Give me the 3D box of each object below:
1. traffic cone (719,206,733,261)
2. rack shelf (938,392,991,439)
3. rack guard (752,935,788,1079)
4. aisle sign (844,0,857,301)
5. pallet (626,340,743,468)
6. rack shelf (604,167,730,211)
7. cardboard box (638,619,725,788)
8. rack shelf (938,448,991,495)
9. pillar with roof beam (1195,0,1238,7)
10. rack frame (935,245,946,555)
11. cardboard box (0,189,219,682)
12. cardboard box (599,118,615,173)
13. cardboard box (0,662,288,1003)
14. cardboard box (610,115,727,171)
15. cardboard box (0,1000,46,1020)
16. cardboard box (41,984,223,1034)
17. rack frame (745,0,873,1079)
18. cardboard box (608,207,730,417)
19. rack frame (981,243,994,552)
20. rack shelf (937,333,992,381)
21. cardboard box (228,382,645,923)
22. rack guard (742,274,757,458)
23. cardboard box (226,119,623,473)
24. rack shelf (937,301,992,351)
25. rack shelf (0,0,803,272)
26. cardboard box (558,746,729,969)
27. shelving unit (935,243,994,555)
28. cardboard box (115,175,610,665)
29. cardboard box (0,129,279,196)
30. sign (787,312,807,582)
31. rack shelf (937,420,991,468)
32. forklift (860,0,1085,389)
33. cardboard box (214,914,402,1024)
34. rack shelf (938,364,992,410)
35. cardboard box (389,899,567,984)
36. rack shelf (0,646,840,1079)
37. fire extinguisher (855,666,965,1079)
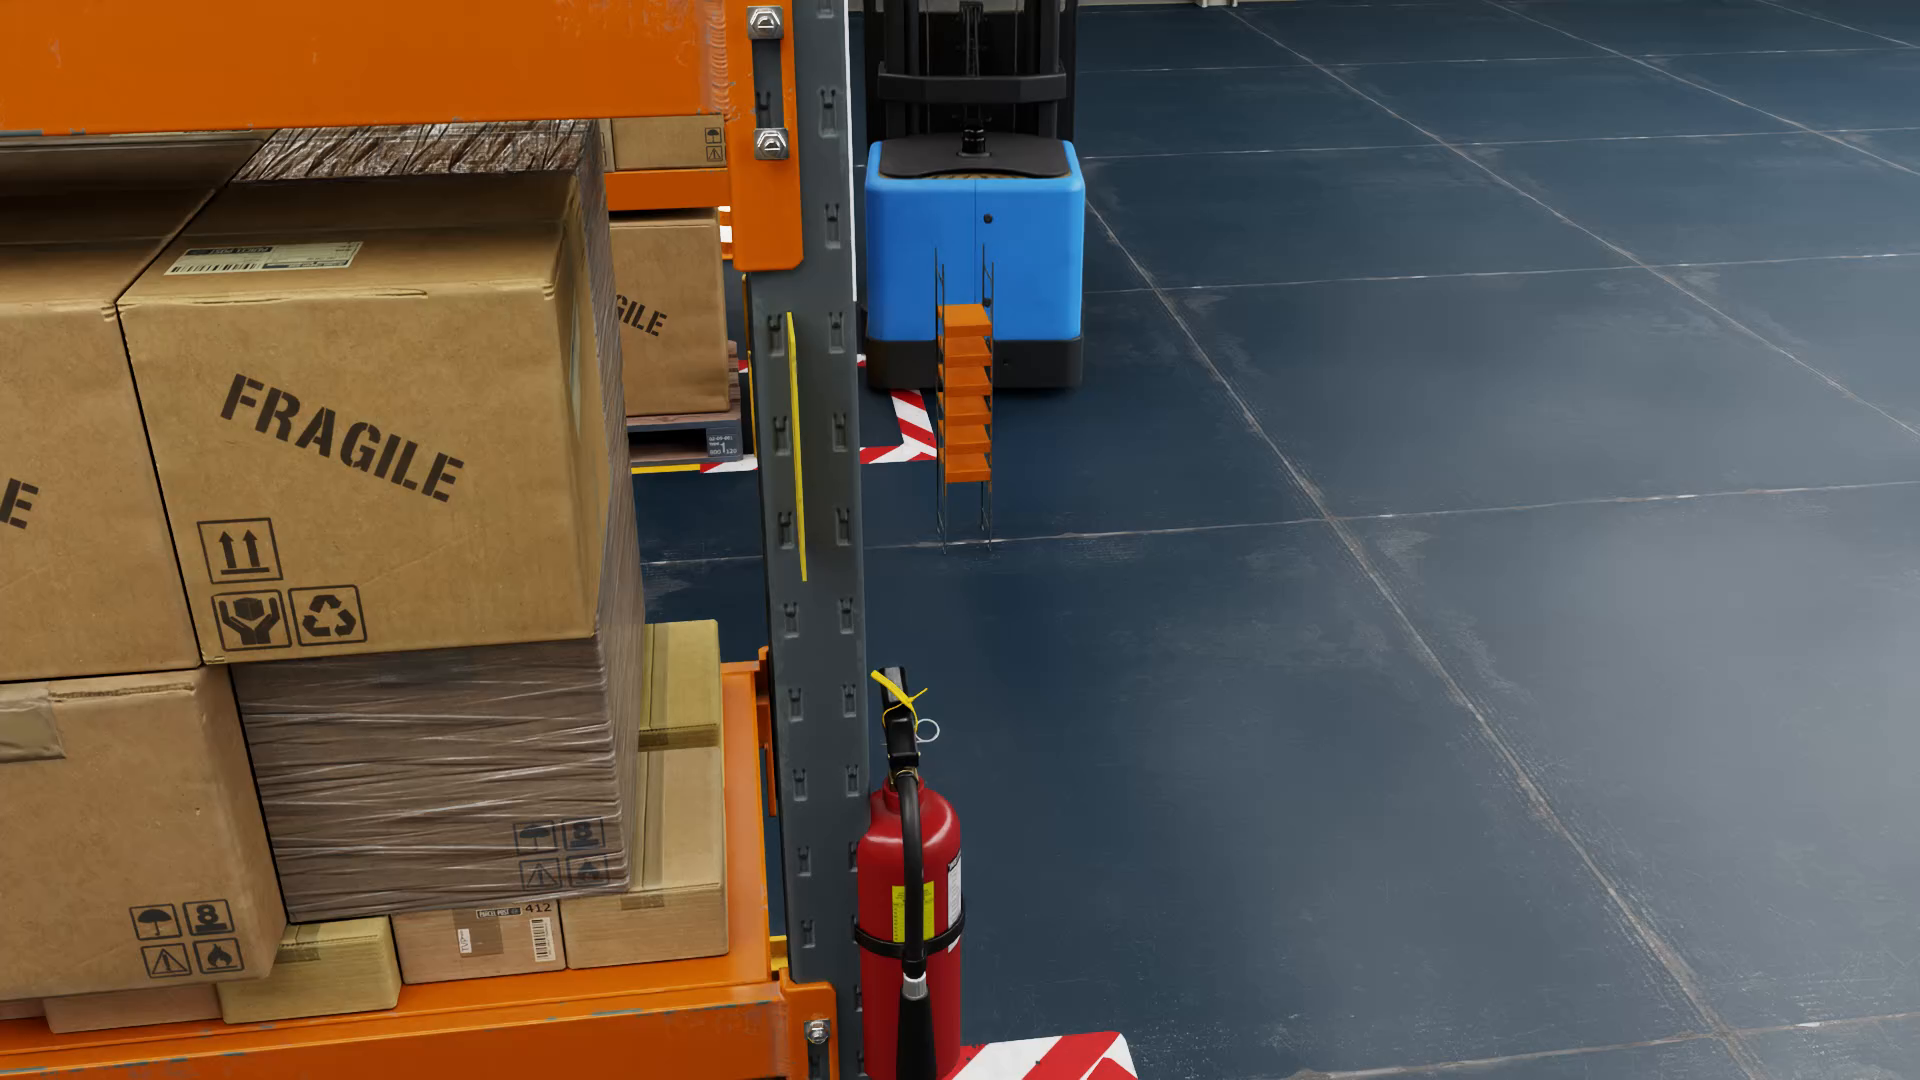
[{"bbox_3d":[-1.396,-1.970,10.083,0.334,0.463,0.336,-4,27,-7],"label":"traffic cone"},{"bbox_3d":[0.014,-0.495,6.498,0.180,0.103,0.258,-4,27,-7],"label":"rack shelf"},{"bbox_3d":[-0.336,1.408,3.459,0.348,0.500,1.175,-4,27,-7],"label":"rack guard"},{"bbox_3d":[-0.157,-0.734,2.048,0.004,0.787,0.394,-4,27,-7],"label":"aisle sign"},{"bbox_3d":[-1.632,-0.631,7.749,1.213,0.211,1.003,-4,27,-7],"label":"pallet"},{"bbox_3d":[-2.832,-1.511,7.197,4.000,0.370,1.077,-4,27,-7],"label":"rack shelf"},{"bbox_3d":[-0.576,0.313,3.130,0.250,0.149,0.380,-4,27,-7],"label":"cardboard box"},{"bbox_3d":[0.014,-0.282,6.608,0.180,0.103,0.258,-4,27,-7],"label":"rack shelf"},{"bbox_3d":[3.390,-7.901,12.291,0.400,9.000,9.100,-4,27,-7],"label":"pillar with roof beam"},{"bbox_3d":[-0.076,-0.529,6.467,0.006,1.200,0.240,-4,27,-7],"label":"rack frame"},{"bbox_3d":[-1.265,-0.150,2.226,0.500,0.500,0.500,-4,27,-7],"label":"cardboard box"},{"bbox_3d":[-1.754,-1.936,7.073,0.550,0.550,0.875,-4,27,-7],"label":"cardboard box"},{"bbox_3d":[-1.287,0.222,2.596,0.500,0.500,0.875,-4,27,-7],"label":"cardboard box"},{"bbox_3d":[-1.212,-1.981,7.160,0.550,0.550,0.875,-4,27,-7],"label":"cardboard box"},{"bbox_3d":[-1.505,0.575,2.620,0.250,0.149,0.380,-4,27,-7],"label":"cardboard box"},{"bbox_3d":[-1.252,0.577,2.614,0.250,0.149,0.380,-4,27,-7],"label":"cardboard box"},{"bbox_3d":[-0.261,0.289,2.901,0.053,2.616,0.949,-4,27,-7],"label":"rack frame"},{"bbox_3d":[-1.514,-1.127,7.527,0.875,0.875,0.875,-4,27,-7],"label":"cardboard box"},{"bbox_3d":[0.105,-0.541,6.489,0.006,1.200,0.240,-4,27,-7],"label":"rack frame"},{"bbox_3d":[0.014,-0.709,6.389,0.180,0.103,0.258,-4,27,-7],"label":"rack shelf"},{"bbox_3d":[-0.809,0.136,2.763,0.500,0.500,0.875,-4,27,-7],"label":"cardboard box"},{"bbox_3d":[-0.828,-0.848,7.854,0.348,0.500,1.175,-4,27,-7],"label":"rack guard"},{"bbox_3d":[-0.843,-0.419,2.751,0.500,0.500,0.500,-4,27,-7],"label":"cardboard box"},{"bbox_3d":[0.014,-0.816,6.334,0.180,0.103,0.258,-4,27,-7],"label":"rack shelf"},{"bbox_3d":[-2.241,-0.597,2.130,4.000,0.370,1.077,-4,27,-7],"label":"rack shelf"},{"bbox_3d":[-0.514,0.514,2.738,0.250,0.149,0.380,-4,27,-7],"label":"cardboard box"},{"bbox_3d":[0.014,-0.535,6.478,0.189,1.200,0.258,-4,27,-7],"label":"shelving unit"},{"bbox_3d":[-0.771,-0.184,2.293,0.500,0.500,0.500,-4,27,-7],"label":"cardboard box"},{"bbox_3d":[-1.339,-0.391,2.695,0.500,0.500,0.500,-4,27,-7],"label":"cardboard box"},{"bbox_3d":[-0.203,-0.113,2.070,0.005,0.325,0.100,-4,27,-7],"label":"sign"},{"bbox_3d":[0.014,-0.388,6.553,0.180,0.103,0.258,-4,27,-7],"label":"rack shelf"},{"bbox_3d":[0.048,-2.663,8.730,1.130,2.935,3.031,0,27,-1],"label":"forklift"},{"bbox_3d":[-1.002,0.569,2.631,0.250,0.149,0.380,-4,27,-7],"label":"cardboard box"},{"bbox_3d":[0.014,-0.602,6.443,0.180,0.103,0.258,-4,27,-7],"label":"rack shelf"},{"bbox_3d":[-0.761,0.529,2.708,0.250,0.149,0.380,-4,27,-7],"label":"cardboard box"},{"bbox_3d":[-2.241,0.738,2.814,4.000,0.370,1.077,-4,27,-7],"label":"rack shelf"},{"bbox_3d":[-0.083,0.526,2.524,0.183,0.674,0.296,-4,27,-7],"label":"fire extinguisher"}]
